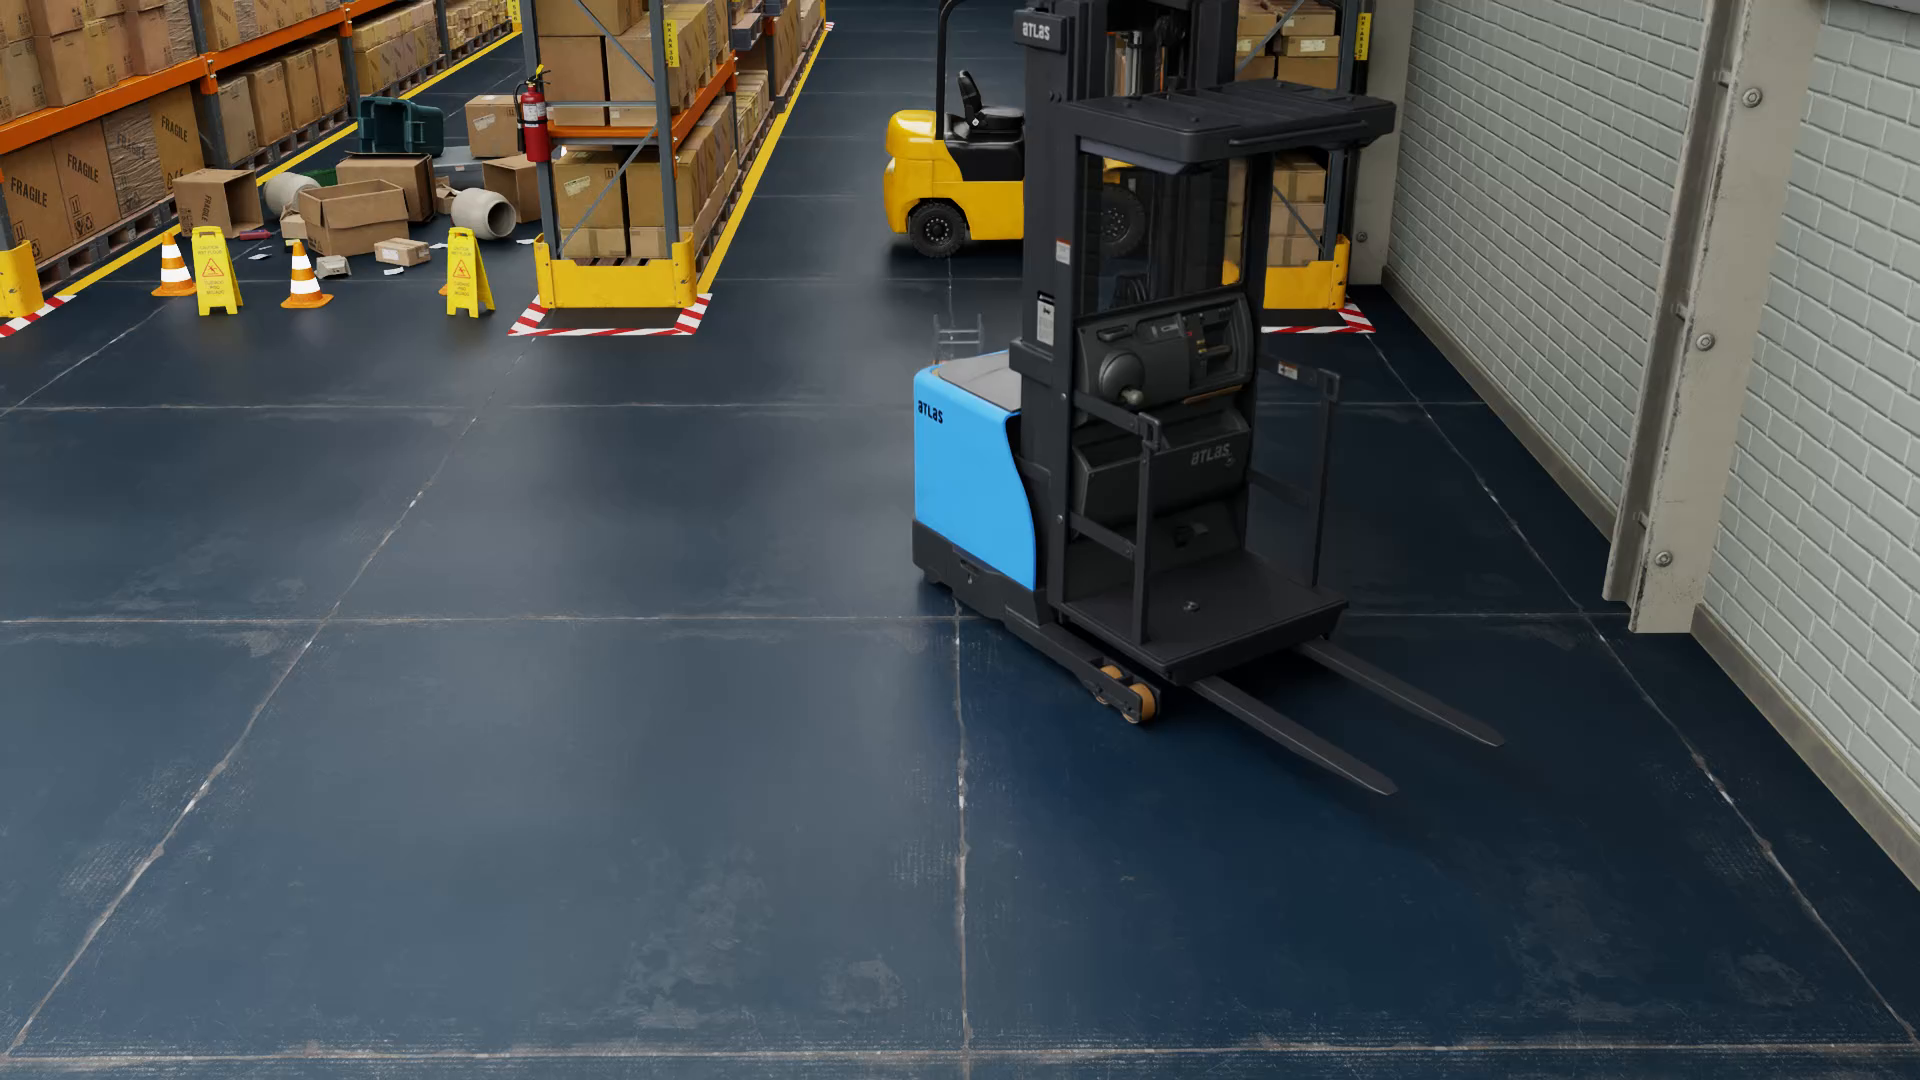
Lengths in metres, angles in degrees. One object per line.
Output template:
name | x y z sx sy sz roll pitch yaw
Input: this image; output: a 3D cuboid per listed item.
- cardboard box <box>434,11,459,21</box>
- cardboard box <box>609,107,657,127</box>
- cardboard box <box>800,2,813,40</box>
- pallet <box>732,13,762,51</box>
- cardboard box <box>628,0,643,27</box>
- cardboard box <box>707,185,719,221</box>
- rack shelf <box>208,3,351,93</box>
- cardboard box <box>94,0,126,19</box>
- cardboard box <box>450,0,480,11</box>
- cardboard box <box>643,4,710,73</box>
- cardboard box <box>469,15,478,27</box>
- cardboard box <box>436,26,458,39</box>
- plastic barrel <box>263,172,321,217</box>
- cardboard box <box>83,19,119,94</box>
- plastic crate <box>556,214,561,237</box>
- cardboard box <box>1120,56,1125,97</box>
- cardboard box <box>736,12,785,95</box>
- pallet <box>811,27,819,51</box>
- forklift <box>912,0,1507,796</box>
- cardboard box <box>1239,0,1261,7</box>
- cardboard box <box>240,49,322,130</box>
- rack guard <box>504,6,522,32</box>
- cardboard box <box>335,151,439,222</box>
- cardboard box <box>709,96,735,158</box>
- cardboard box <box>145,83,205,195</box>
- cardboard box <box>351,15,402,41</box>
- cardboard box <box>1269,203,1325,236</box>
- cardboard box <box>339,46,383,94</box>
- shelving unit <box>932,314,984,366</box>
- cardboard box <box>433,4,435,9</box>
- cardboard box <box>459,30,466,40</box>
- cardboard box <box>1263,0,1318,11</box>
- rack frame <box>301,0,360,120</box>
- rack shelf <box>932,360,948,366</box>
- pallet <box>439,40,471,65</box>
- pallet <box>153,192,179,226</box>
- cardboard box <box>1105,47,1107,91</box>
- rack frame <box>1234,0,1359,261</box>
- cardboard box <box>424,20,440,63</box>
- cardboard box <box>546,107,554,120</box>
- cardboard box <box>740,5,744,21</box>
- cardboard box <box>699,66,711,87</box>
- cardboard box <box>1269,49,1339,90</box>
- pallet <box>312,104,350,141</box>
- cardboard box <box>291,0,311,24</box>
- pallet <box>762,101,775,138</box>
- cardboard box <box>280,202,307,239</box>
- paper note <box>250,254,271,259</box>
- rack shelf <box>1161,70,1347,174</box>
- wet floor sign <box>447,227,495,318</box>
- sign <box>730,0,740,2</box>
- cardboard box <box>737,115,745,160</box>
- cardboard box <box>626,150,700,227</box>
cardboard box | -7.494 -7.577 24.092 0.380 0.149 0.250 -1 24 -1
cardboard box | -2.419 -3.199 12.488 0.380 0.149 0.250 0 24 0
cardboard box | -2.663 -7.769 24.888 0.875 0.438 0.875 -1 24 -2
pallet | -2.528 -5.049 16.506 1.003 0.211 1.213 0 24 -1
cardboard box | -2.844 -4.227 12.761 0.700 0.500 0.500 0 24 0
cardboard box | -2.371 -2.880 14.304 0.500 0.250 0.500 1 24 3
rack shelf | -7.636 -5.253 17.598 1.077 0.370 4.000 0 24 -1
cardboard box | -7.654 -4.716 14.044 0.875 0.550 0.550 0 24 -1
cardboard box | -7.521 -8.112 25.273 0.380 0.149 0.250 -1 24 -2
cardboard box | -2.379 -4.183 13.876 0.500 0.500 0.500 -1 24 -2
cardboard box | -7.435 -7.765 24.868 0.380 0.149 0.250 0 24 -1
cardboard box | -7.385 -7.232 23.689 0.380 0.149 0.250 1 24 2
plastic barrel | -6.068 -3.122 15.140 0.512 0.421 0.421 19 30 35
cardboard box | -7.575 -4.006 13.785 0.875 0.550 0.500 0 24 -1
plastic crate | -3.468 -2.840 14.932 0.402 0.080 0.583 -9 26 -19
cardboard box | 2.262 -5.076 18.705 0.875 0.625 0.625 1 24 1
cardboard box | -2.634 -5.977 20.395 0.875 0.875 0.875 0 24 -1
pallet | -2.699 -7.664 25.440 1.003 0.211 1.213 0 24 -1
forklift | 1.005 -0.784 6.927 1.130 2.935 3.031 -16 29 -31
cardboard box | 2.135 -4.132 12.976 0.380 0.149 0.250 0 24 0
cardboard box | -7.728 -4.960 18.297 1.050 0.750 0.750 0 24 0
rack guard | -7.744 -8.531 27.007 1.175 0.500 0.348 0 24 -1
cardboard box | -5.191 -3.195 15.038 0.797 0.637 0.503 0 24 -1
cardboard box | -2.391 -3.858 15.558 0.500 0.500 0.500 -1 24 -1
cardboard box | -7.677 -3.721 15.405 0.875 0.875 0.875 0 24 0
cardboard box | -7.421 -6.497 21.090 0.500 0.250 0.500 0 24 0
cardboard box | 2.544 -2.557 12.985 0.500 0.250 0.500 0 24 0
cardboard box | -7.410 -5.750 20.348 0.500 0.500 0.500 -1 24 -3
shelving unit | -0.008 -0.545 8.498 0.258 1.200 0.189 -1 24 -3
cardboard box | -8.053 -7.899 24.804 0.380 0.149 0.250 -1 24 -2
cardboard box | -7.494 -7.413 24.451 0.380 0.149 0.250 -1 24 -2
cardboard box | 2.578 -4.131 12.975 0.380 0.149 0.250 0 24 0
rack frame | -7.658 -6.405 19.272 1.000 3.000 0.127 0 24 -1
rack shelf | -0.007 -0.832 8.368 0.258 0.103 0.180 -1 24 -3
pallet | -7.744 -7.059 24.103 1.003 0.211 1.213 0 24 -1
pallet | -7.684 -3.173 15.509 1.003 0.211 1.213 0 24 -1
cardboard box | 2.035 -5.719 20.278 0.500 0.500 0.500 0 24 1
rack frame | 2.342 -3.196 12.177 1.000 3.000 0.127 0 24 -1
cardboard box | -7.441 -6.802 22.673 0.500 0.500 0.500 -1 24 -2
cardboard box | -2.954 -3.315 12.745 0.380 0.149 0.250 -1 24 -1
cardboard box | -2.349 -5.230 16.468 0.380 0.149 0.250 0 24 1
cardboard box | -2.331 -3.945 14.138 0.380 0.149 0.250 0 24 0
cardboard box | 2.614 -3.447 12.611 0.500 0.500 0.500 1 24 1
pallet | -7.724 -4.809 19.128 1.003 0.211 1.213 0 24 -1
cardboard box | -7.375 -5.855 17.934 0.500 0.500 0.500 -1 24 -1
pallet | -2.702 -4.876 19.276 1.003 0.211 1.213 0 24 -1
cardboard box | -5.754 -2.811 14.643 0.396 0.266 0.258 4 25 9
paper note | -5.889 -2.392 14.003 0.144 0.017 0.142 8 26 18
rack shelf | 2.320 -3.693 14.148 1.077 0.370 4.000 0 24 -1
wet floor sign | -3.690 -2.017 12.426 0.267 0.644 0.232 8 26 18
sign | -2.123 -5.221 15.603 0.100 0.325 0.005 0 24 -1
cardboard box | -2.674 -4.031 16.702 0.950 0.372 0.625 0 24 0
cardboard box | -2.355 -2.796 13.209 0.500 0.500 0.500 -1 24 -2
